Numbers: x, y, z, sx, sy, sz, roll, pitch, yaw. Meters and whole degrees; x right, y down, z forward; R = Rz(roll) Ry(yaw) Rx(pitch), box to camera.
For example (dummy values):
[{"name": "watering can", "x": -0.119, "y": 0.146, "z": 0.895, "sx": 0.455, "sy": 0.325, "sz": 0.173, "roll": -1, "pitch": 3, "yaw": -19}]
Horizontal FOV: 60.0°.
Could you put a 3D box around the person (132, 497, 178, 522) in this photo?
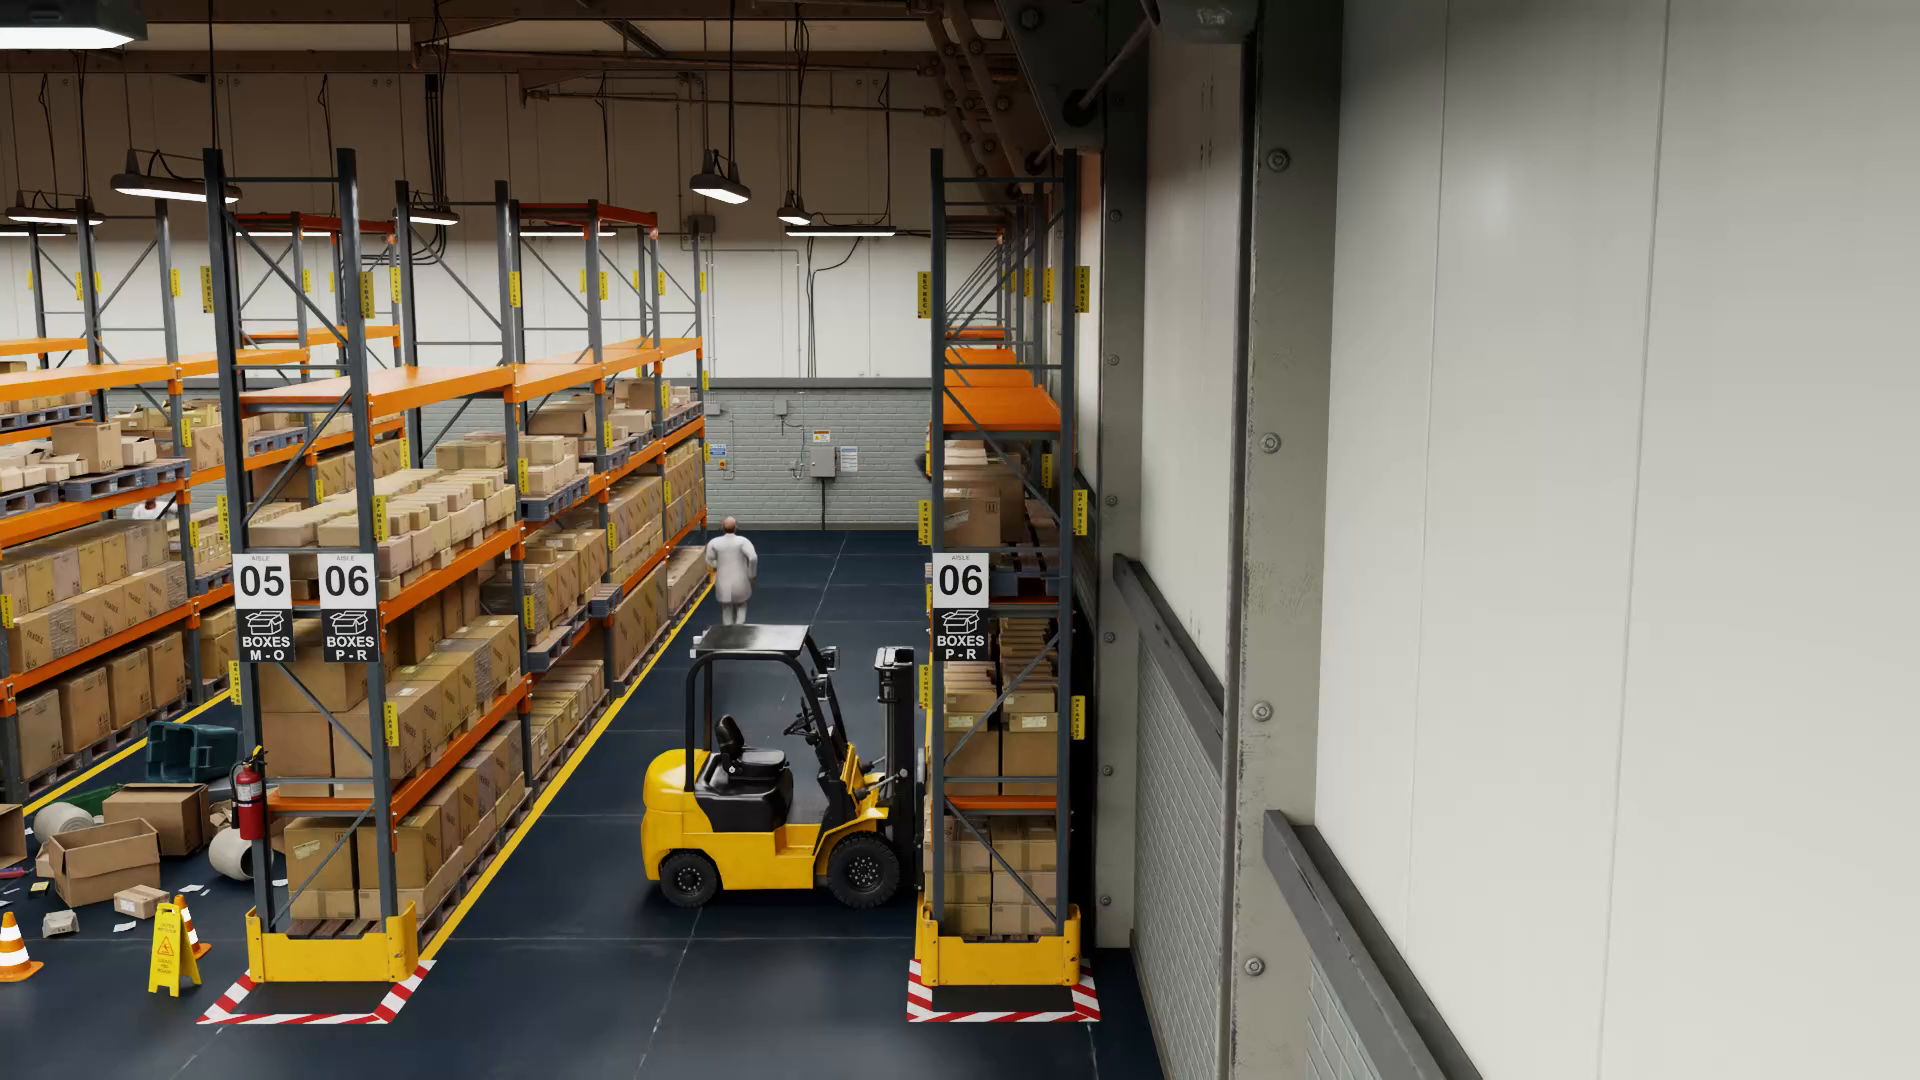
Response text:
[{"name": "person", "x": -12.944, "y": 0.022, "z": 26.786, "sx": 0.648, "sy": 1.802, "sz": 0.899, "roll": 0, "pitch": 9, "yaw": 1}]

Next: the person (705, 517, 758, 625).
[{"name": "person", "x": -2.962, "y": 0.556, "z": 21.726, "sx": 0.705, "sy": 1.758, "sz": 0.644, "roll": 0, "pitch": 9, "yaw": -2}]
